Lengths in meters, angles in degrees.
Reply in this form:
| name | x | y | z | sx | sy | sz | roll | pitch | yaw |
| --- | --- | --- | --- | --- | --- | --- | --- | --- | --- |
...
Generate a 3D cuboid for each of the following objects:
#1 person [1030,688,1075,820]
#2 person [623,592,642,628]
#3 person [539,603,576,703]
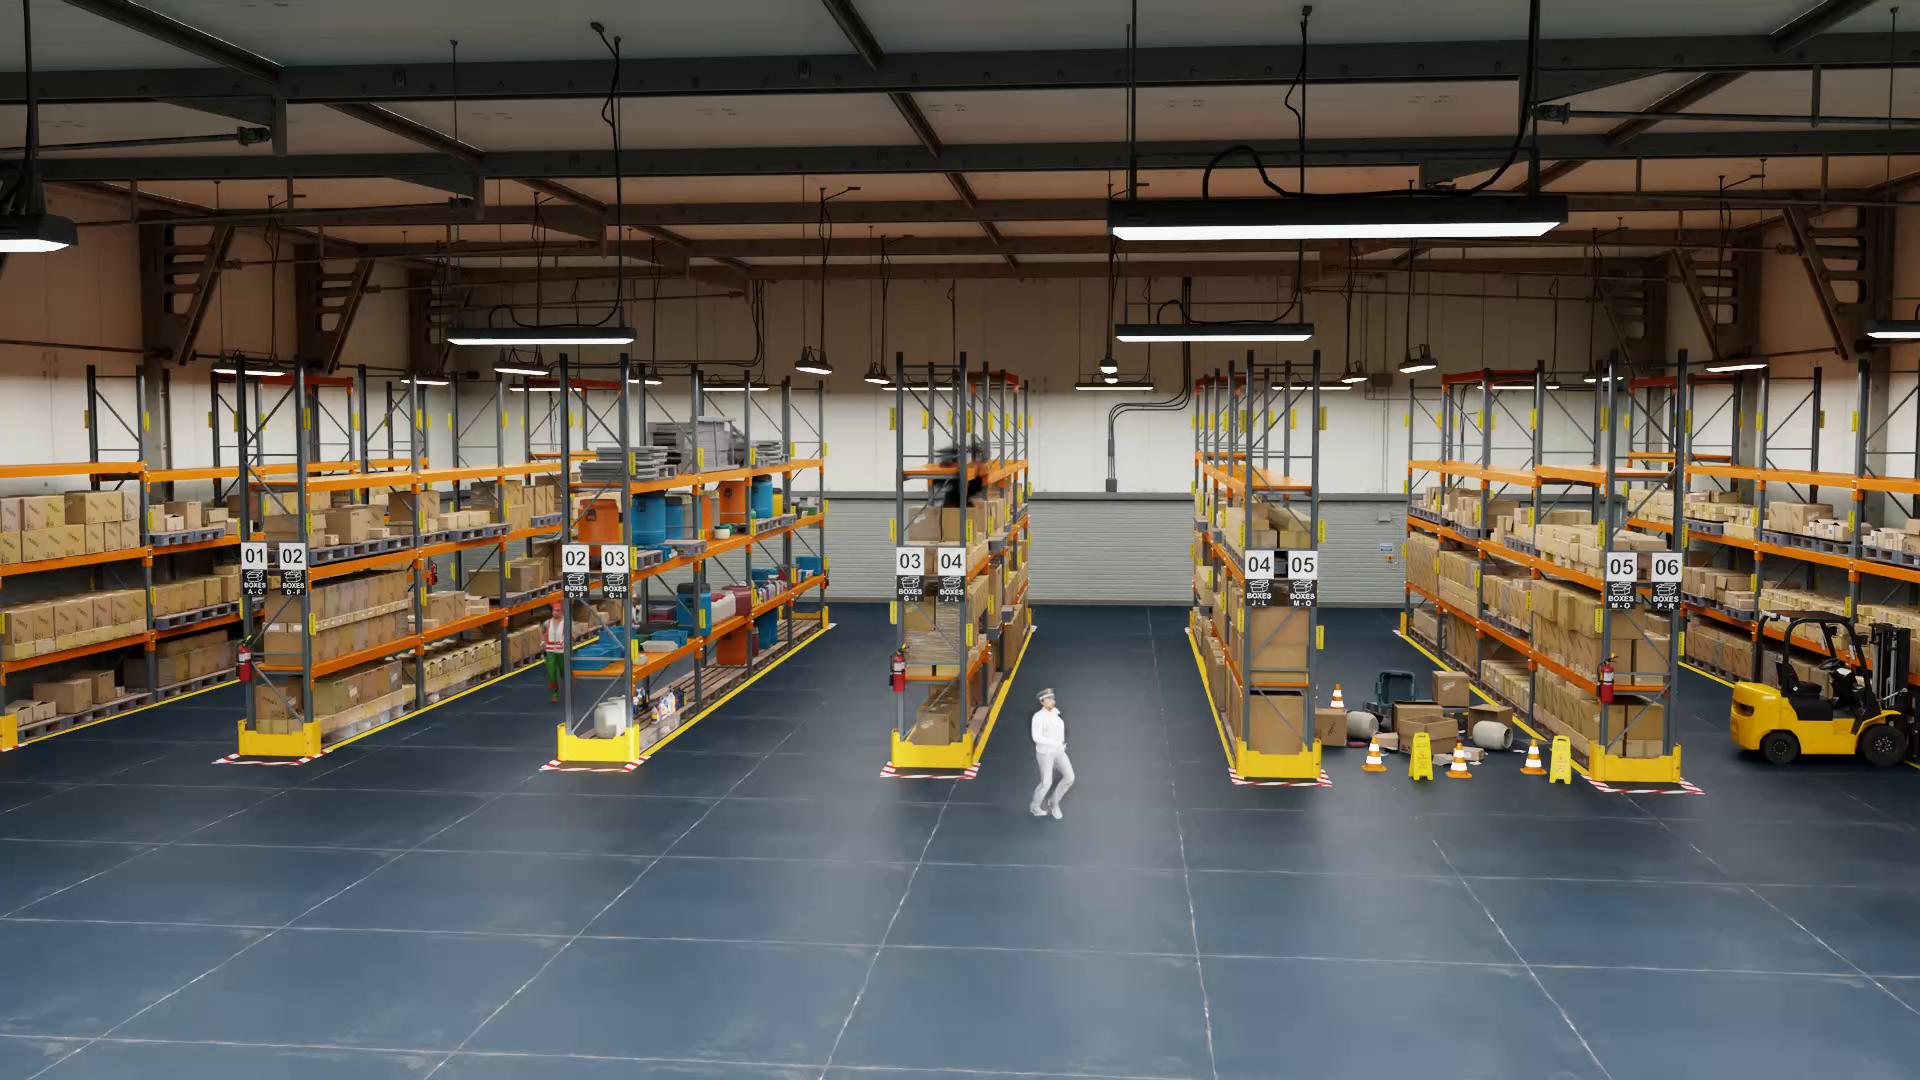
| name | x | y | z | sx | sy | sz | roll | pitch | yaw |
| --- | --- | --- | --- | --- | --- | --- | --- | --- | --- |
| person | 1.153 | 2.687 | 20.941 | 0.623 | 1.675 | 0.654 | -3 | 5 | -41 |
| person | -6.337 | 1.838 | 32.432 | 0.581 | 1.676 | 0.932 | 1 | 4 | 9 |
| person | -7.212 | 2.009 | 29.789 | 0.668 | 1.758 | 0.850 | 0 | 4 | -4 |
